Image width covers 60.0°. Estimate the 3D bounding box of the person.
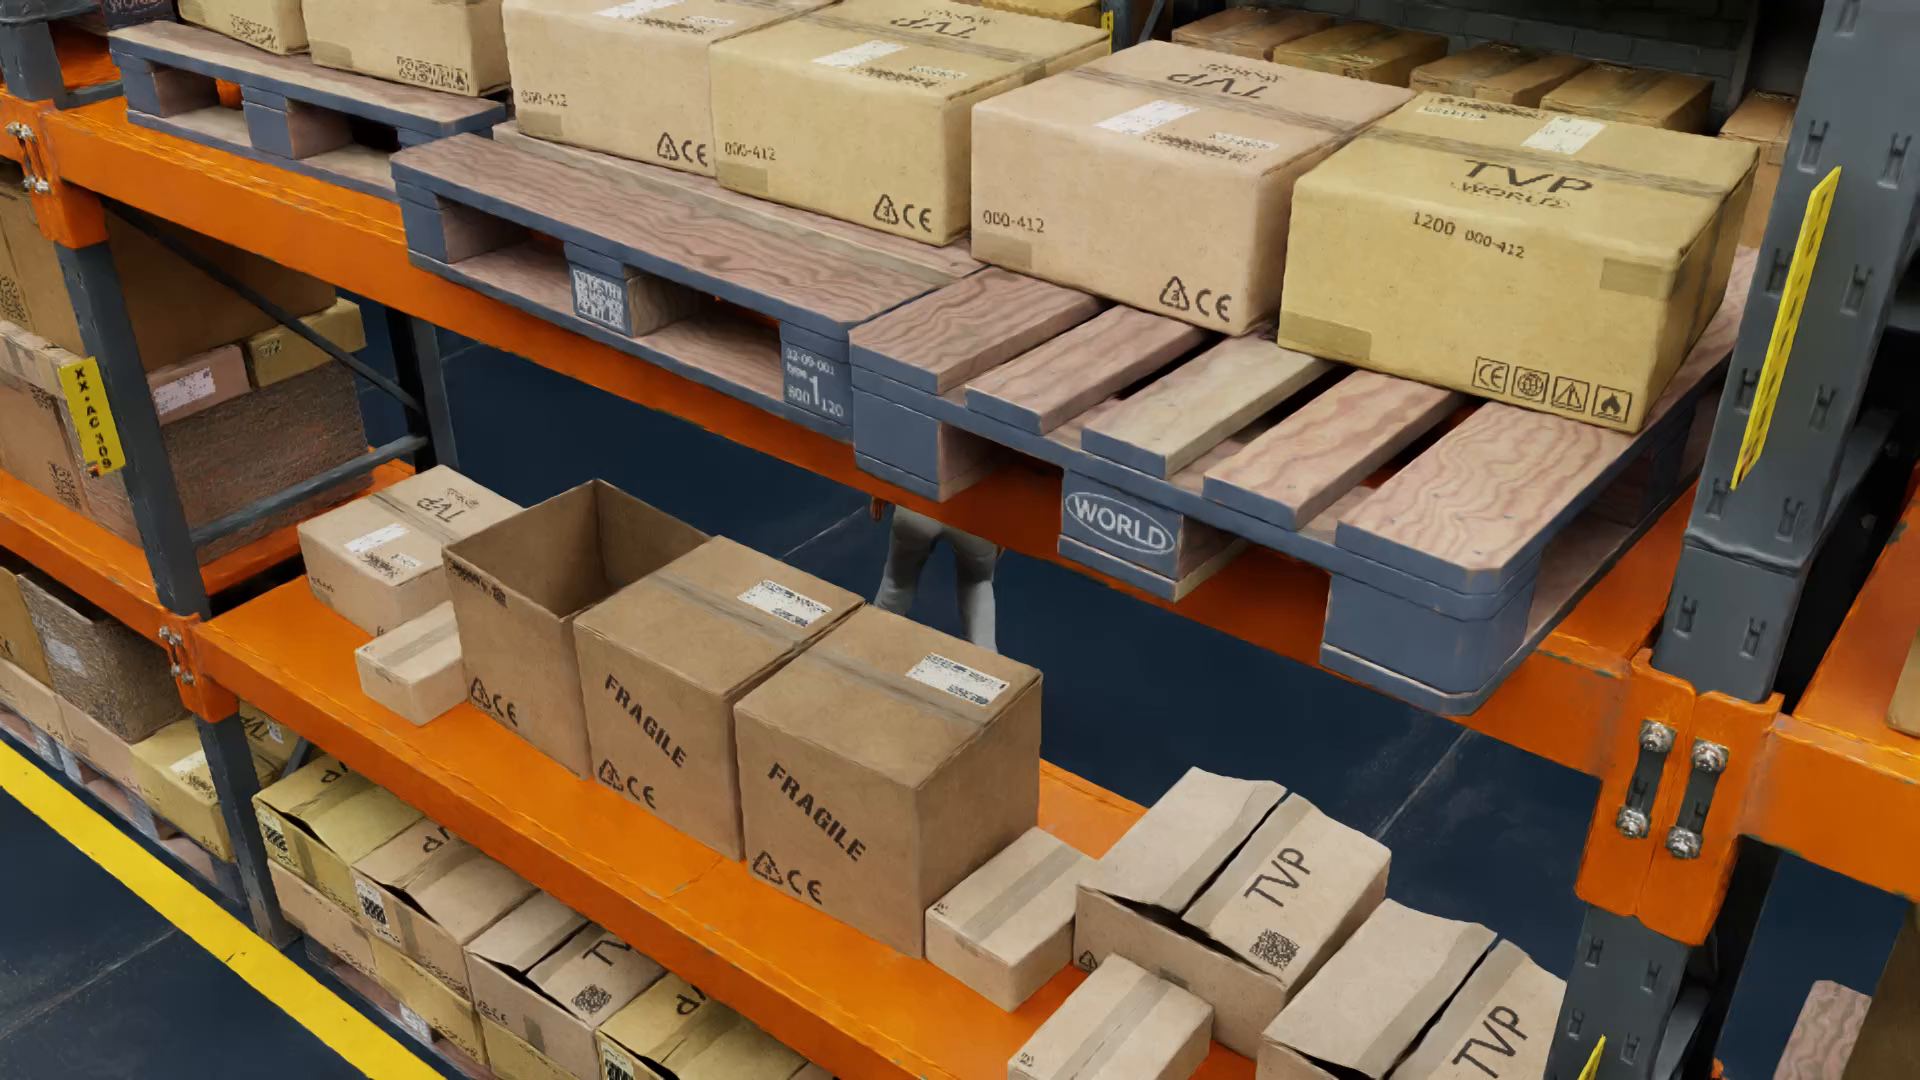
[{"bbox_3d":[-0.074,-0.130,6.384,0.650,1.607,0.517,6,32,10],"label":"person"}]
